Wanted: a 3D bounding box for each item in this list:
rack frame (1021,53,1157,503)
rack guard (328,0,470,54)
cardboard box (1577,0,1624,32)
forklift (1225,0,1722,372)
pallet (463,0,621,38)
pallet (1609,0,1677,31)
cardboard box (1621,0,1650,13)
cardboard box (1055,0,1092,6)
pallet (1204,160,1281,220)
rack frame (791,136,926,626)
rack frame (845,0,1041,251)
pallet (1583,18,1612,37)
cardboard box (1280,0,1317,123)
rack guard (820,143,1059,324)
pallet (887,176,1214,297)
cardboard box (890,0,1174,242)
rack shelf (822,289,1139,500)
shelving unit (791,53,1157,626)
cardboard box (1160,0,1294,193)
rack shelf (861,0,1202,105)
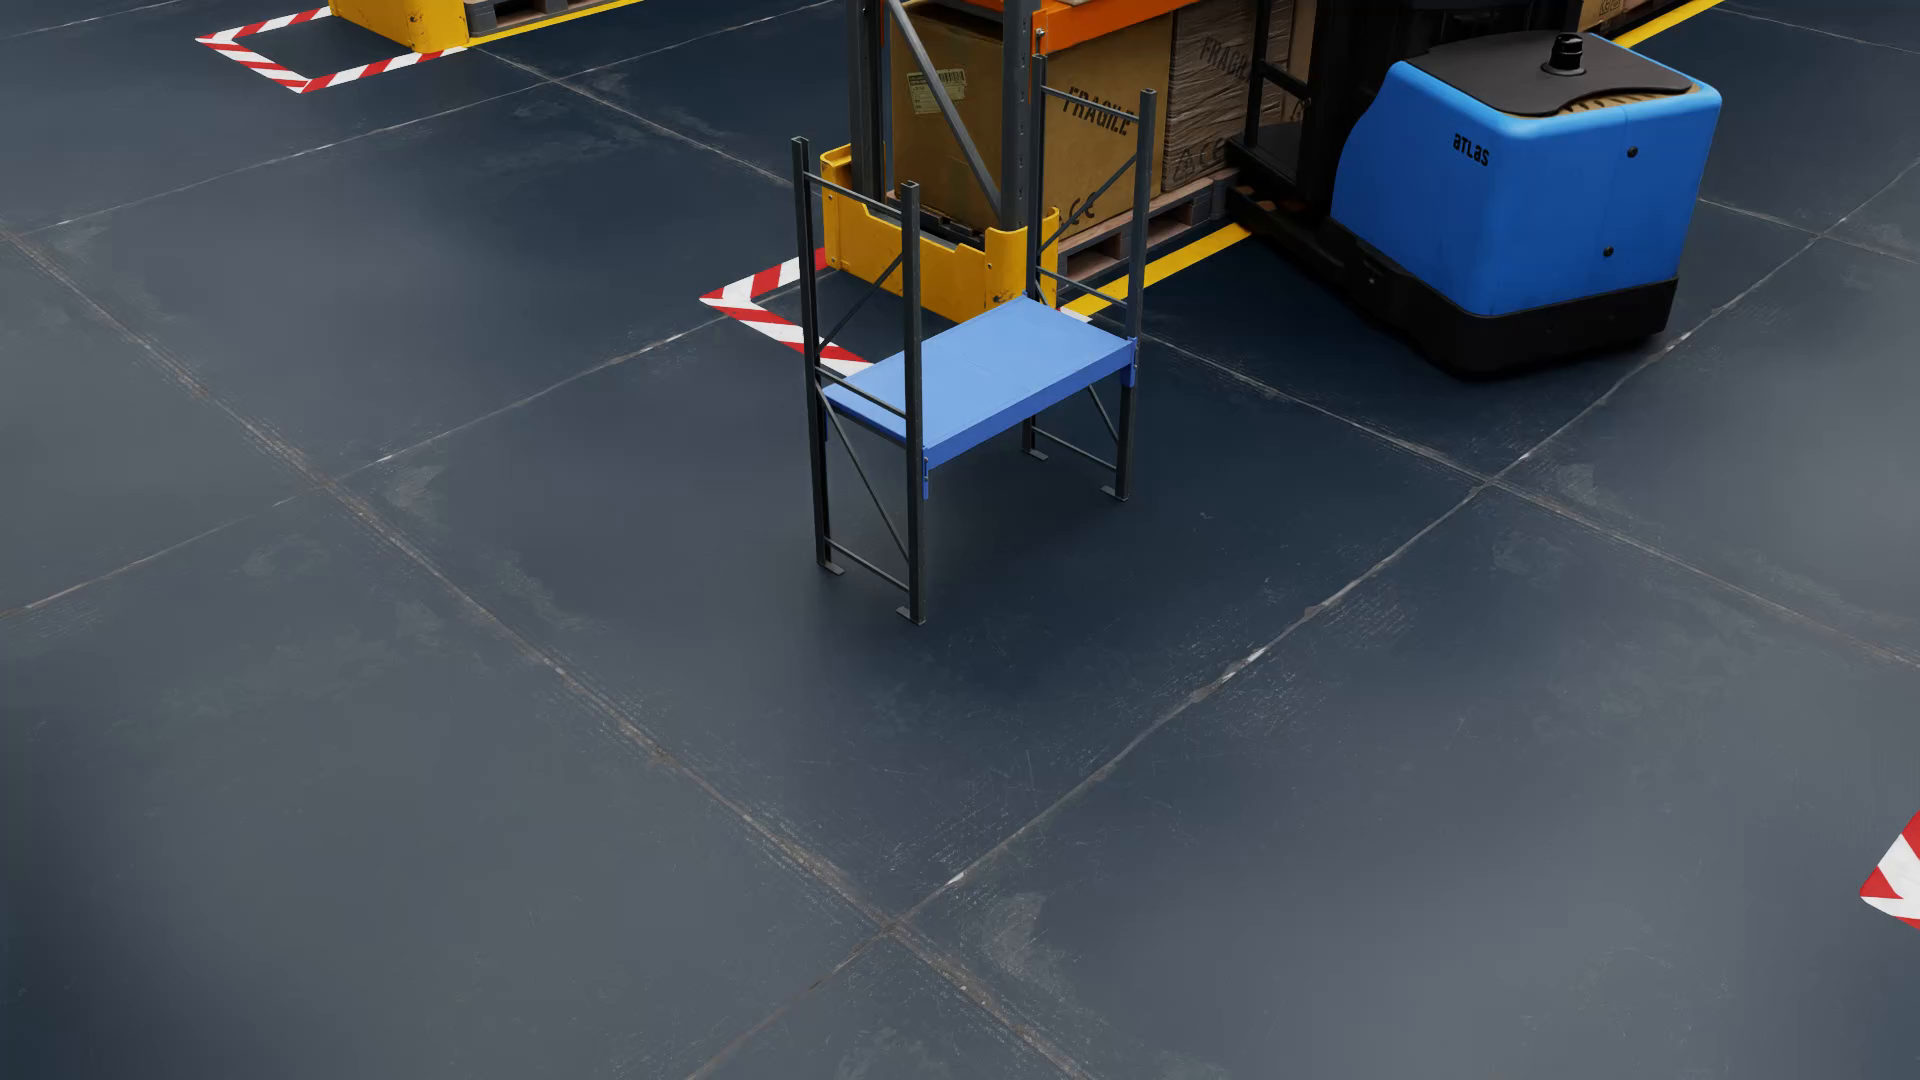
[{"bbox_3d":[0.418,-0.856,5.667,0.500,1.500,0.032,30,45,35],"label":"rack frame"},{"bbox_3d":[-3.481,-3.388,10.171,1.175,0.500,0.348,30,45,35],"label":"rack guard"},{"bbox_3d":[3.169,-3.535,9.687,1.225,0.875,0.875,30,45,35],"label":"cardboard box"},{"bbox_3d":[1.908,-2.705,7.066,1.130,2.935,3.031,-13,37,-18],"label":"forklift"},{"bbox_3d":[-2.883,-3.585,10.706,1.003,0.211,1.213,30,45,35],"label":"pallet"},{"bbox_3d":[4.082,-3.664,10.819,1.003,0.211,1.213,30,45,35],"label":"pallet"},{"bbox_3d":[3.798,-3.898,10.207,1.225,0.875,0.875,28,44,34],"label":"cardboard box"},{"bbox_3d":[0.399,-2.251,6.574,0.250,0.149,0.380,-29,44,-35],"label":"cardboard box"},{"bbox_3d":[1.282,-2.048,8.502,1.003,0.211,1.213,30,45,35],"label":"pallet"},{"bbox_3d":[-0.298,-0.443,5.075,0.500,1.500,0.032,30,45,35],"label":"rack frame"},{"bbox_3d":[-0.086,-2.343,6.487,1.000,3.000,0.127,30,45,35],"label":"rack frame"},{"bbox_3d":[3.223,-3.166,10.105,1.003,0.211,1.213,30,45,35],"label":"pallet"},{"bbox_3d":[1.577,-2.666,8.441,0.875,0.875,0.875,30,45,35],"label":"cardboard box"},{"bbox_3d":[-0.103,-1.307,7.188,1.175,0.500,0.348,30,45,35],"label":"rack guard"},{"bbox_3d":[0.422,-1.555,7.795,1.003,0.211,1.213,30,45,35],"label":"pallet"},{"bbox_3d":[0.308,-1.935,7.393,0.875,0.875,0.875,30,45,35],"label":"cardboard box"},{"bbox_3d":[0.060,-0.502,5.474,0.538,0.185,1.000,30,45,35],"label":"rack shelf"},{"bbox_3d":[0.060,-0.650,5.371,0.538,1.500,1.048,30,45,35],"label":"shelving unit"},{"bbox_3d":[0.950,-2.305,7.923,0.875,0.875,0.875,30,45,35],"label":"cardboard box"},{"bbox_3d":[1.323,-2.859,7.857,1.077,0.370,4.000,30,45,35],"label":"rack shelf"}]
